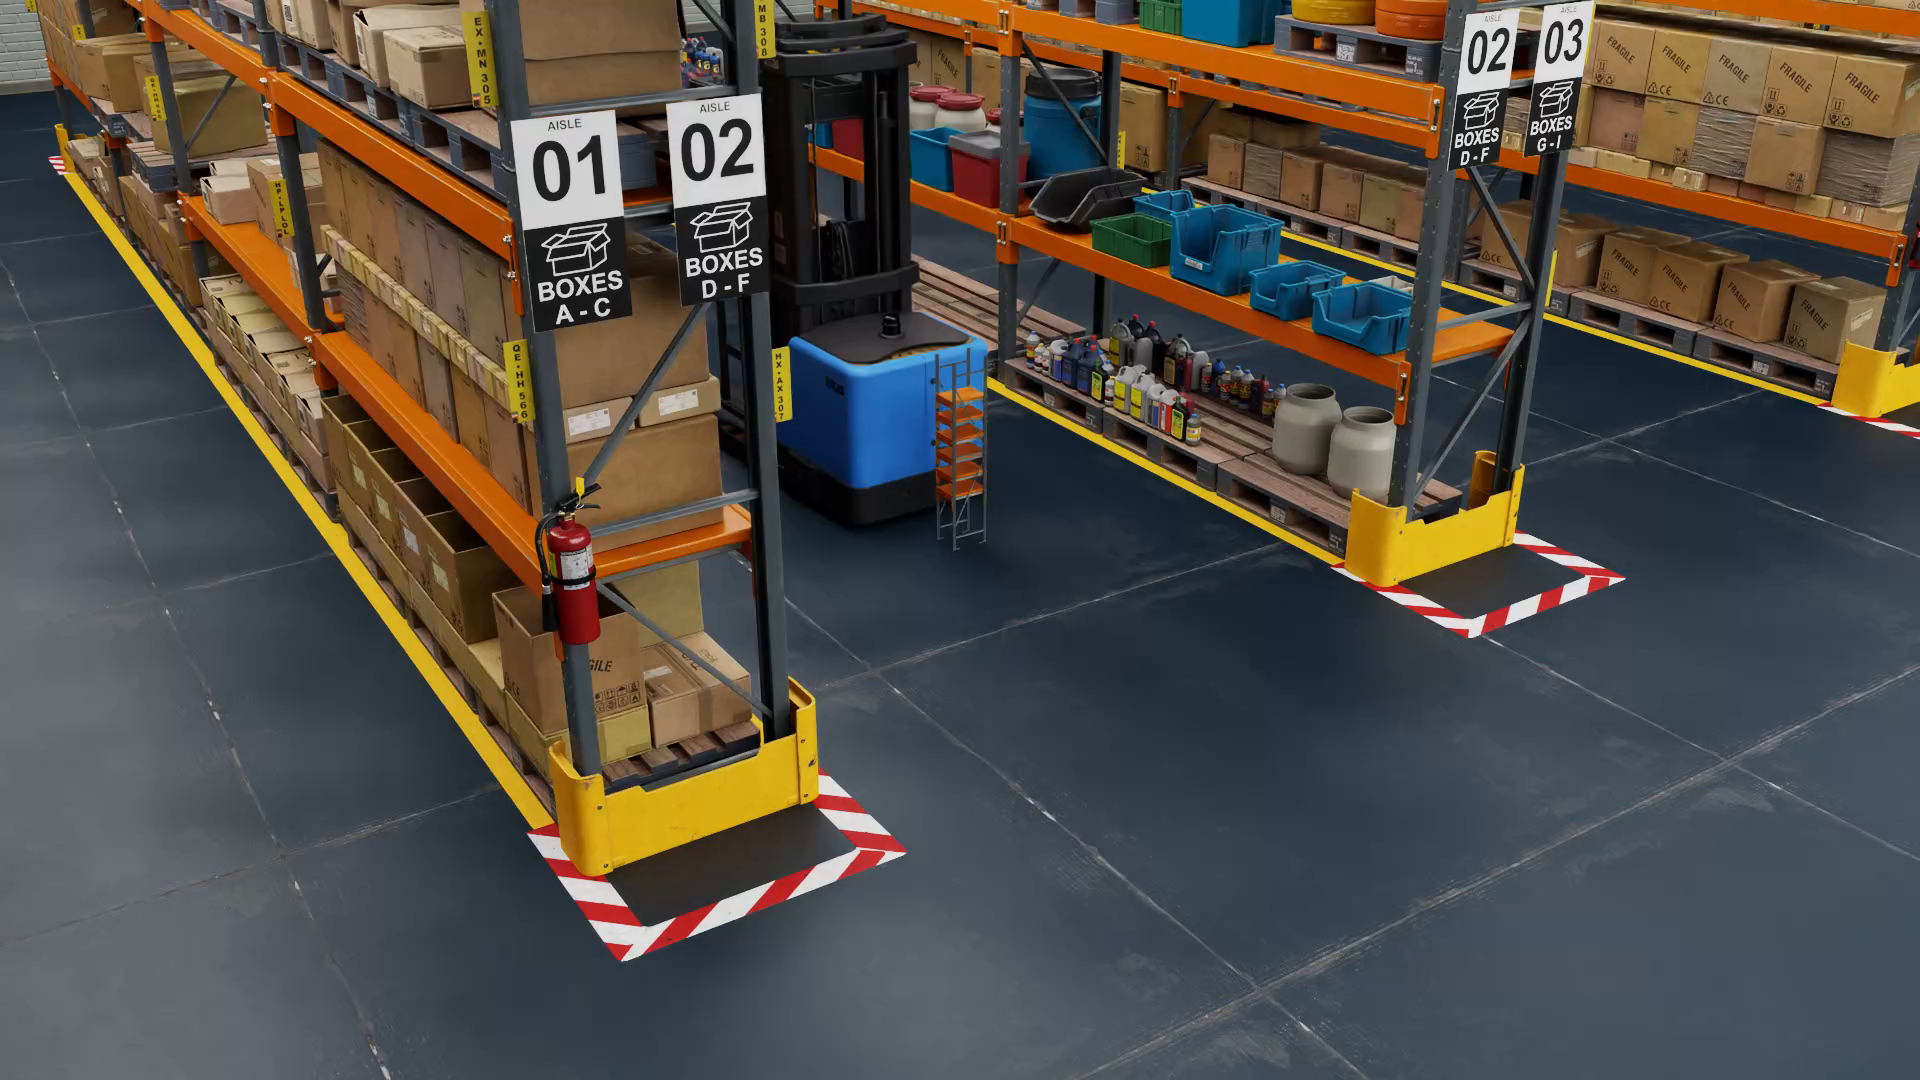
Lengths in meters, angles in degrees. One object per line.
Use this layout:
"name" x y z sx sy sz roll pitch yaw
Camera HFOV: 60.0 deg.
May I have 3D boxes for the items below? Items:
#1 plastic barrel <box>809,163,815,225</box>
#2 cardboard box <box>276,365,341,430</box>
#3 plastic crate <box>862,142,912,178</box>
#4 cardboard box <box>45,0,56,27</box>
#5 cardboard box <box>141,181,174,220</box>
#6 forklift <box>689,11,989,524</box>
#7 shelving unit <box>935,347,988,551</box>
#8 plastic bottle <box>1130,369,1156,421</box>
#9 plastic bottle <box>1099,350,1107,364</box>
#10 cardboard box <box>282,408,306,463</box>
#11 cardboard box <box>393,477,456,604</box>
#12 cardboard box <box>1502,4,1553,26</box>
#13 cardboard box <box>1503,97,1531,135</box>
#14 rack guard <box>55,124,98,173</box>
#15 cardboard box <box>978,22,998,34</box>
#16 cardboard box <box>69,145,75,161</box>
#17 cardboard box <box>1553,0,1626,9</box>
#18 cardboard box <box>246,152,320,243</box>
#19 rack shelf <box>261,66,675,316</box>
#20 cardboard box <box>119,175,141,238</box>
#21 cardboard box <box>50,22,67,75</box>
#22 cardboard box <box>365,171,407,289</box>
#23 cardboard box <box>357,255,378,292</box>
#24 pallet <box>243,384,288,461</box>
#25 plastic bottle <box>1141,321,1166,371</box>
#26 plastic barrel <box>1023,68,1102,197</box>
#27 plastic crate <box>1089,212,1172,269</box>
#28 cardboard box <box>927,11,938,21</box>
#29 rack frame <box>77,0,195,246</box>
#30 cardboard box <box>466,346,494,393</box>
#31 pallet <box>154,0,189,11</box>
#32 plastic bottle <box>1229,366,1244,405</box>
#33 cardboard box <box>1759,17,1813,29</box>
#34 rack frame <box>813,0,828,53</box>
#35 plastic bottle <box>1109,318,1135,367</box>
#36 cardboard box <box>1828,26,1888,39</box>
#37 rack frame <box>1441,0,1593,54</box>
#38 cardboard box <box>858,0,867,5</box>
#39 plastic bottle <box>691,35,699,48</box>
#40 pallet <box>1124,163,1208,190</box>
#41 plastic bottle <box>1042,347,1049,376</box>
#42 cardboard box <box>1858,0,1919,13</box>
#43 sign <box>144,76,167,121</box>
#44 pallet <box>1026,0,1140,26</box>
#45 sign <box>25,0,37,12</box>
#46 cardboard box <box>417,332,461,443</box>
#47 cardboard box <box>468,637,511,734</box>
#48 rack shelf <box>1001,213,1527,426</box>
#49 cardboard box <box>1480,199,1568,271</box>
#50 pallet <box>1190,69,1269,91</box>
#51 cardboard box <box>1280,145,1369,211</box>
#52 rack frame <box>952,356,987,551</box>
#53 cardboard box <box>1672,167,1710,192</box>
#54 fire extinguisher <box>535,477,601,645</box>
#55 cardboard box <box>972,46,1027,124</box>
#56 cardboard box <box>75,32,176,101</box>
"plastic barrel" -1.724 -3.493 16.185 0.600 0.830 0.708 -16 29 -30
"cardboard box" -4.161 -0.992 10.910 0.500 0.311 0.500 -15 29 -28
"plastic crate" -0.446 -3.144 13.644 0.450 0.188 0.662 -16 29 -30
"cardboard box" -9.380 -5.733 17.593 0.500 0.500 0.500 -15 29 -29
"cardboard box" -6.898 -3.032 14.693 0.500 0.250 0.500 -16 30 -31
"forklift" -1.052 -1.999 11.052 1.130 2.935 3.031 -16 30 -30
"shelving unit" 0.008 -0.537 9.983 0.258 1.200 0.189 -16 29 -30
"plastic bottle" 1.271 -1.012 11.468 0.144 0.351 0.185 -14 29 -27
"plastic bottle" 1.015 -1.239 12.040 0.097 0.271 0.097 0 25 0
"cardboard box" -4.155 -0.738 11.029 0.500 0.250 0.500 -16 30 -30
"cardboard box" -2.599 -0.040 8.672 0.500 0.500 0.500 -16 29 -30
"cardboard box" 4.924 -4.248 14.099 0.500 0.500 0.500 -16 29 -30
"cardboard box" 5.085 -3.841 14.407 0.875 0.500 0.500 -16 29 -30
"rack guard" -9.920 -4.664 19.544 1.175 0.500 0.348 -16 29 -30
"cardboard box" 0.566 -6.521 20.432 0.500 0.500 0.500 -15 29 -29
"cardboard box" -9.885 -4.420 18.903 0.380 0.166 0.250 -16 29 -30
"cardboard box" 5.367 -4.372 14.360 0.500 0.500 0.500 -16 29 -30
"cardboard box" -4.665 -2.409 11.722 0.500 0.500 0.500 -17 30 -32
"rack shelf" -2.319 -1.845 7.974 1.077 0.370 4.000 -16 29 -30
"cardboard box" -7.718 -3.230 15.990 0.500 0.500 0.500 -17 30 -32
"cardboard box" -9.383 -5.283 17.810 0.500 0.500 0.500 -16 29 -30
"cardboard box" -2.614 -1.644 8.583 0.700 0.500 0.500 -16 29 -30
"cardboard box" -3.003 -1.452 8.934 0.380 0.149 0.250 -16 30 -30
"pallet" -4.516 -0.960 12.036 1.003 0.211 1.213 -16 29 -30
"plastic bottle" 1.439 -1.452 12.399 0.144 0.351 0.185 -17 30 -32
"plastic barrel" 0.784 -3.118 12.754 0.600 0.901 0.708 -16 29 -30
"plastic crate" 1.246 -2.035 11.296 0.450 0.188 0.662 -16 29 -30
"cardboard box" -0.198 -6.801 21.437 0.380 0.149 0.250 -16 30 -30
"rack frame" -7.778 -4.391 16.038 1.000 3.000 0.127 -16 29 -30
"cardboard box" -2.015 -0.805 7.564 0.380 0.149 0.250 -15 29 -29
"pallet" -5.149 -4.009 11.937 1.213 0.211 1.003 -14 29 -27
"plastic bottle" 1.955 -1.096 11.739 0.097 0.271 0.097 0 25 0
"cardboard box" 8.826 -5.630 17.374 0.700 0.500 0.500 -16 30 -30
"rack frame" -1.660 -8.129 23.956 1.000 3.000 0.127 -16 29 -30
"plastic bottle" 1.214 -1.487 12.473 0.144 0.351 0.185 -16 29 -30
"cardboard box" 9.275 -5.373 16.677 0.875 0.550 0.550 -16 29 -30
"rack frame" 2.925 -3.965 8.107 1.000 3.000 0.127 -16 29 -30
"cardboard box" -1.180 -7.444 22.800 0.380 0.149 0.250 -16 30 -31
"plastic bottle" -2.850 -5.269 17.956 0.144 0.351 0.185 -16 29 -30
"pallet" 2.340 -4.306 19.124 1.003 0.211 1.213 -16 29 -30
"plastic bottle" 0.659 -1.327 12.310 0.097 0.201 0.097 0 25 0
"cardboard box" 6.599 -3.808 11.465 0.500 0.250 0.500 -15 29 -28
"sign" -6.044 -3.318 12.502 0.100 0.325 0.005 -16 29 -30
"pallet" 1.217 -3.718 11.320 1.213 0.211 1.003 -16 29 -30
"sign" -10.416 -6.087 18.615 0.100 0.325 0.005 -16 29 -30
"cardboard box" -2.319 -0.867 8.456 0.700 0.500 0.500 -15 29 -28
"cardboard box" -2.051 0.656 8.076 0.500 0.250 0.500 -16 29 -30
"rack shelf" 1.833 -1.642 11.057 1.077 0.370 4.000 -16 29 -30
"cardboard box" 5.076 -2.744 14.985 0.500 0.500 0.500 -17 30 -31
"pallet" 3.186 -4.951 17.448 1.213 0.211 1.003 -16 29 -30
"cardboard box" 3.719 -3.704 16.996 0.700 0.500 0.500 -13 28 -25
"rack frame" 0.058 -0.505 9.914 0.240 1.200 0.006 -16 29 -30
"cardboard box" 5.839 -2.858 13.085 0.380 0.149 0.250 -16 29 -30
"fire extinguisher" -1.552 0.087 6.643 0.296 0.674 0.183 -16 29 -30
"cardboard box" 0.890 -5.703 20.814 1.225 0.875 0.875 -15 29 -29
"cardboard box" -7.707 -4.404 15.457 0.500 0.500 0.700 18 31 33
